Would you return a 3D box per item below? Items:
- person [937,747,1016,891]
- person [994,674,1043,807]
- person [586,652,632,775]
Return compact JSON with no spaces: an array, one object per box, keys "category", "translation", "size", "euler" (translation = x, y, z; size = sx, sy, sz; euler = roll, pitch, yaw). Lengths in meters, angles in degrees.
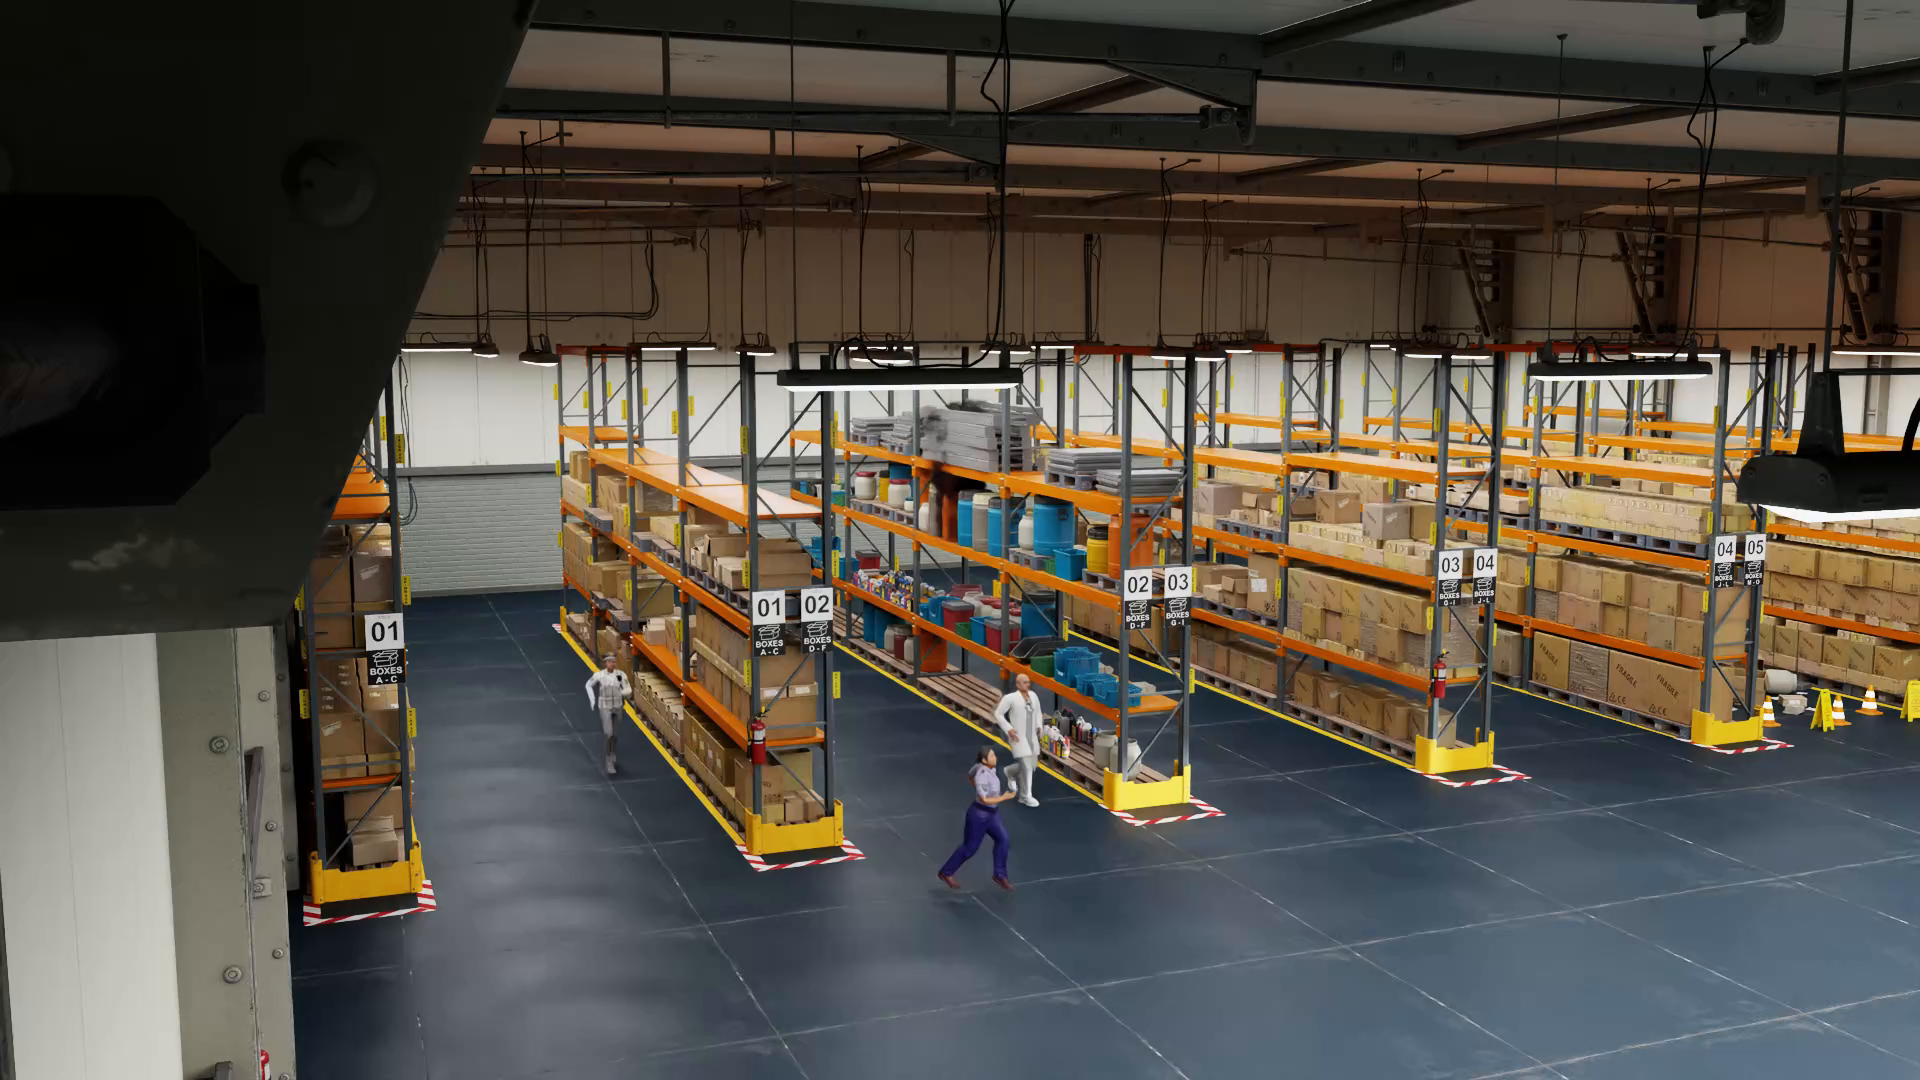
[{"category":"person","translation":[0.224,3.152,18.767],"size":[0.848,1.697,0.611],"euler":[2,7,13]},{"category":"person","translation":[0.787,2.643,22.243],"size":[0.733,1.753,0.779],"euler":[-5,9,-37]},{"category":"person","translation":[-5.032,2.458,23.940],"size":[0.584,1.753,0.765],"euler":[-4,8,-29]}]
